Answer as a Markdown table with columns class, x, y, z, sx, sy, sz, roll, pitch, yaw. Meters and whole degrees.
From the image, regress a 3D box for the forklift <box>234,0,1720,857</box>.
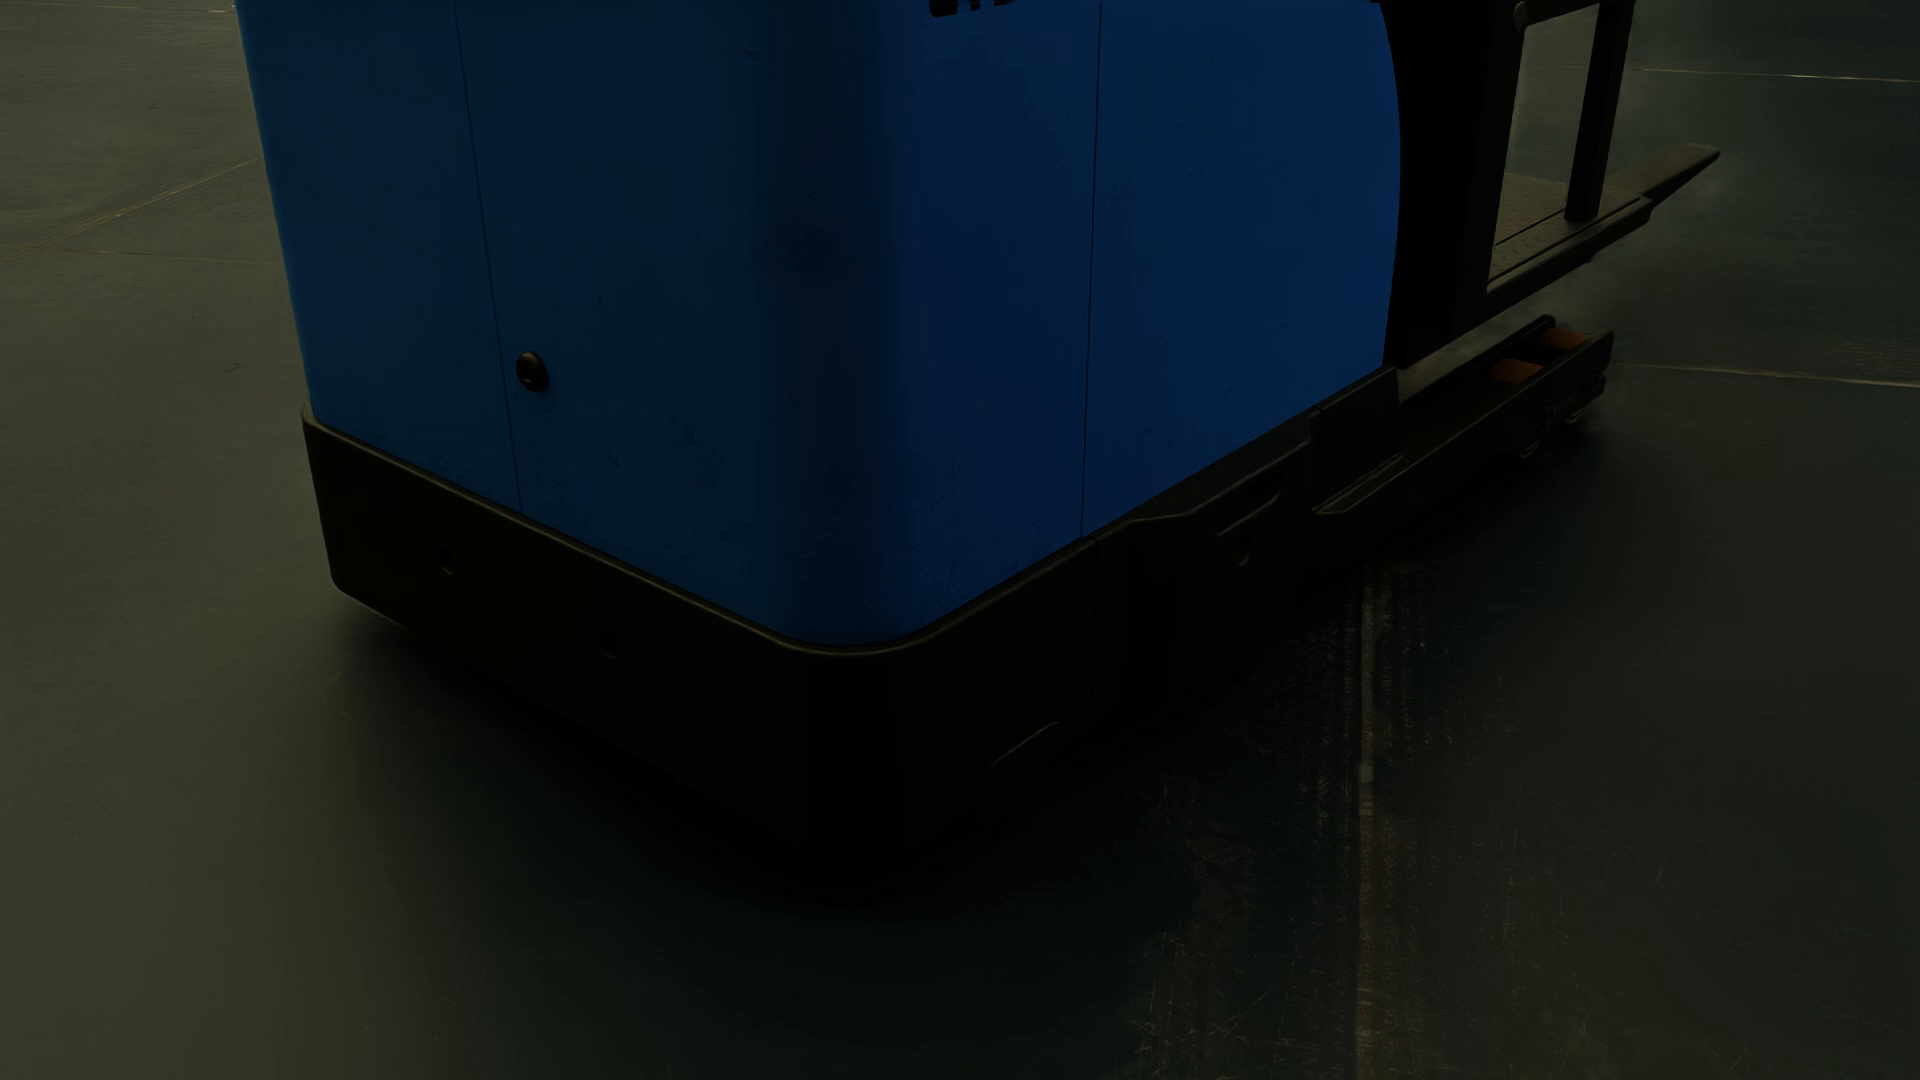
| class | x | y | z | sx | sy | sz | roll | pitch | yaw |
| --- | --- | --- | --- | --- | --- | --- | --- | --- | --- |
| forklift | 0.482 | -1.573 | 2.364 | 1.130 | 2.935 | 3.031 | 21 | 33 | 35 |
